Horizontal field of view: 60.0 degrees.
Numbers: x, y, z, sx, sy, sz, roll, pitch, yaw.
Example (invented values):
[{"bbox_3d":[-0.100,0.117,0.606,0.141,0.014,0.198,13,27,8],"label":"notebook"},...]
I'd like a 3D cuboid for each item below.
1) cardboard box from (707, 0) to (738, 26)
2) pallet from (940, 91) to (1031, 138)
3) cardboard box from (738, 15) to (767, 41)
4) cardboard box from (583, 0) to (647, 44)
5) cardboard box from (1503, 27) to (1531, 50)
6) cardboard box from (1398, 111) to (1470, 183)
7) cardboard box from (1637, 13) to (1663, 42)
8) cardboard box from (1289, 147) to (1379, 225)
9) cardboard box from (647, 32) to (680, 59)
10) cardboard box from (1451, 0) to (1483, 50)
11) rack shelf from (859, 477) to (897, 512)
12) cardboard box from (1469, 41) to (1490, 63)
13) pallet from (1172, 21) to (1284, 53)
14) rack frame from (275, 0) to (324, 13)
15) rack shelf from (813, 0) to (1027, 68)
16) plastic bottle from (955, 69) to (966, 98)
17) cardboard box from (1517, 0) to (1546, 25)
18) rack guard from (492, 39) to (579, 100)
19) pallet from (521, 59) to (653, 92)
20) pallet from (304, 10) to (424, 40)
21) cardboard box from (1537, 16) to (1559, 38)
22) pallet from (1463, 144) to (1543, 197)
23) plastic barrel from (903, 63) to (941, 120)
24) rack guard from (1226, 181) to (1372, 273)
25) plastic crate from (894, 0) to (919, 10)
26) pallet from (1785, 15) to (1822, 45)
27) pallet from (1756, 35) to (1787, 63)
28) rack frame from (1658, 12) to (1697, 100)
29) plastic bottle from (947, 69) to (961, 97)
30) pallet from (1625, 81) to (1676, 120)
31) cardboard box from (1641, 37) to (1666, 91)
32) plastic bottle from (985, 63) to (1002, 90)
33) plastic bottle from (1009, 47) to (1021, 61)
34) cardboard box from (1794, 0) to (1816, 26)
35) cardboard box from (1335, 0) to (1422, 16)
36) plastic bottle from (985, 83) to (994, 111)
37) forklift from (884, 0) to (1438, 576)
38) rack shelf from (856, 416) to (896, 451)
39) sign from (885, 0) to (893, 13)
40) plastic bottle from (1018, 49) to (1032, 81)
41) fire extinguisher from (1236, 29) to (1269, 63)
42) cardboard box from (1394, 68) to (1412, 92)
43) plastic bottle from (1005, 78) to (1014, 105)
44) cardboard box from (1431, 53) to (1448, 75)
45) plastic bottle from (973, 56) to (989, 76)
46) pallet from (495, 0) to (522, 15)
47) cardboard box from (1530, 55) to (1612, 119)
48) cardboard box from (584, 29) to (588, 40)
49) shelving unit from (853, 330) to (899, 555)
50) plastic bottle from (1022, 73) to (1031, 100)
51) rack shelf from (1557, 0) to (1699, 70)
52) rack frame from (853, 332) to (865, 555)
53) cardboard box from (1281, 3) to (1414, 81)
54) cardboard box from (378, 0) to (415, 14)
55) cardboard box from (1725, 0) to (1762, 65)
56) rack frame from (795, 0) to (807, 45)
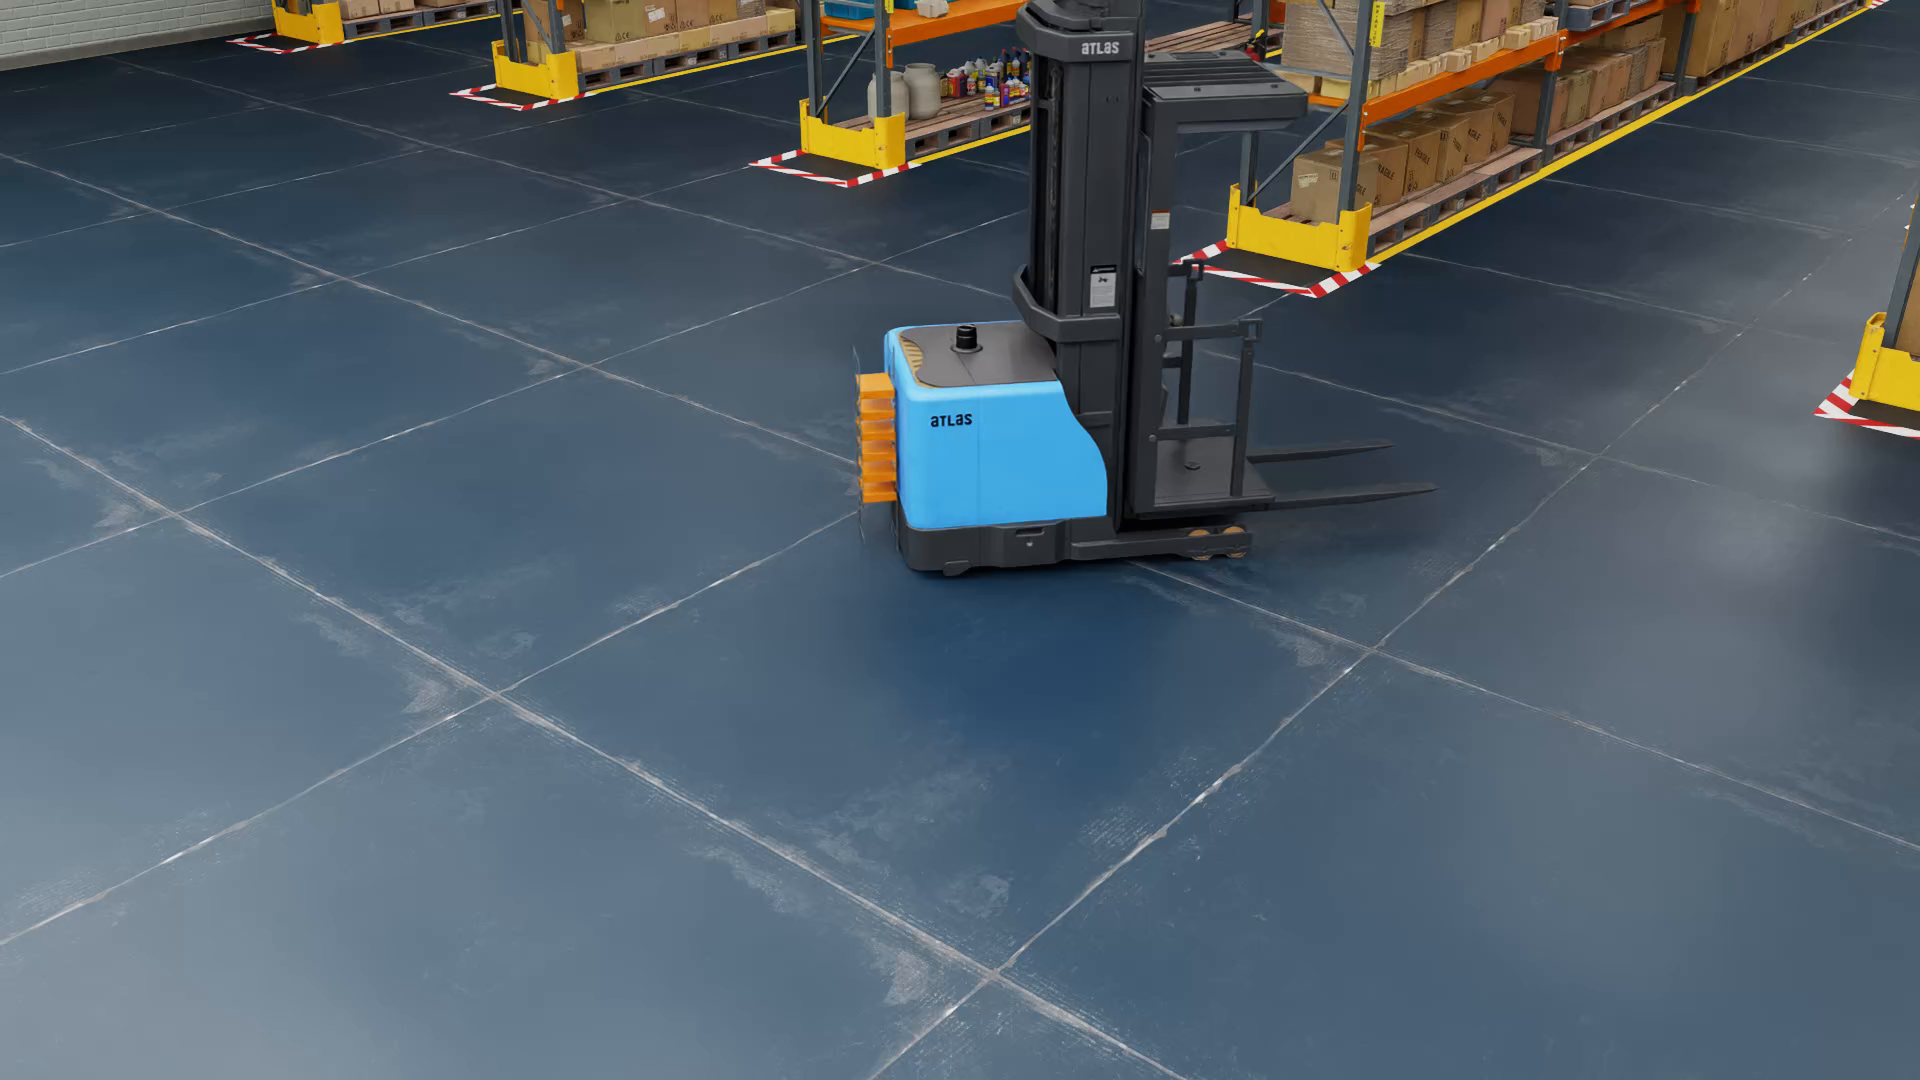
[{"bbox_3d":[-3.130,-6.715,20.685,0.500,0.500,0.500,21,34,34],"label":"cardboard box"},{"bbox_3d":[0.224,-4.649,18.008,1.003,0.211,1.213,21,34,34],"label":"pallet"},{"bbox_3d":[-2.813,-6.560,21.201,0.500,0.250,0.500,21,34,34],"label":"cardboard box"},{"bbox_3d":[-4.076,-6.180,19.652,0.500,0.500,0.500,21,34,34],"label":"cardboard box"},{"bbox_3d":[4.926,-4.549,15.052,0.380,0.149,0.250,21,34,34],"label":"cardboard box"},{"bbox_3d":[4.302,-3.598,15.205,0.500,0.500,0.500,17,32,30],"label":"cardboard box"},{"bbox_3d":[7.422,-5.691,18.411,0.500,0.250,0.500,22,35,36],"label":"cardboard box"},{"bbox_3d":[3.146,-2.975,14.000,0.500,0.500,0.500,-21,34,-35],"label":"cardboard box"},{"bbox_3d":[-3.759,-6.025,20.167,0.500,0.250,0.500,21,34,34],"label":"cardboard box"},{"bbox_3d":[4.011,-4.597,14.439,0.875,0.500,0.500,21,34,34],"label":"cardboard box"},{"bbox_3d":[-0.451,-0.260,9.066,0.180,0.103,0.258,-5,28,-9],"label":"rack shelf"},{"bbox_3d":[4.405,-4.299,14.570,0.380,0.149,0.250,21,34,34],"label":"cardboard box"},{"bbox_3d":[3.480,-6.465,21.517,1.003,0.211,1.213,21,34,34],"label":"pallet"},{"bbox_3d":[-8.730,-8.025,21.499,1.000,3.000,0.127,21,34,34],"label":"rack frame"},{"bbox_3d":[0.187,-5.520,17.438,1.077,0.370,4.000,21,34,34],"label":"rack shelf"},{"bbox_3d":[0.008,-4.949,18.029,0.061,0.283,0.133,21,34,34],"label":"plastic bottle"},{"bbox_3d":[4.947,-5.136,15.480,0.875,0.500,0.500,21,34,34],"label":"cardboard box"},{"bbox_3d":[-4.921,-5.460,19.261,1.175,0.500,0.348,21,34,34],"label":"rack guard"},{"bbox_3d":[-4.451,-5.624,19.891,1.003,0.211,1.213,21,34,34],"label":"pallet"},{"bbox_3d":[-8.138,-7.092,22.729,1.003,0.211,1.213,21,34,34],"label":"pallet"},{"bbox_3d":[5.371,-4.827,15.590,0.380,0.149,0.250,21,34,34],"label":"cardboard box"},{"bbox_3d":[4.881,-3.614,16.006,1.003,0.211,1.213,21,34,34],"label":"pallet"},{"bbox_3d":[-0.407,-4.645,17.215,0.421,0.512,0.421,0,27,0],"label":"plastic barrel"},{"bbox_3d":[2.785,-2.599,13.730,1.175,0.500,0.348,21,34,34],"label":"rack guard"},{"bbox_3d":[-0.581,-5.557,16.890,0.499,0.251,0.408,21,34,34],"label":"plastic crate"},{"bbox_3d":[10.913,-6.945,22.446,1.003,0.211,1.213,21,34,34],"label":"pallet"},{"bbox_3d":[9.936,-6.403,21.397,1.003,0.211,1.213,21,34,34],"label":"pallet"},{"bbox_3d":[7.825,-6.519,18.587,1.000,3.000,0.127,21,34,34],"label":"rack frame"},{"bbox_3d":[-0.074,-4.976,18.090,0.152,0.276,0.135,21,34,35],"label":"plastic bottle"},{"bbox_3d":[7.327,-5.004,18.693,1.003,0.211,1.213,21,34,34],"label":"pallet"},{"bbox_3d":[7.414,-5.361,18.589,0.700,0.500,0.500,19,33,32],"label":"cardboard box"},{"bbox_3d":[0.365,-5.117,18.362,0.152,0.276,0.135,21,34,34],"label":"plastic bottle"},{"bbox_3d":[0.625,-5.402,18.832,0.144,0.351,0.185,22,34,36],"label":"plastic bottle"},{"bbox_3d":[10.851,-7.391,22.127,0.875,0.875,0.875,21,34,34],"label":"cardboard box"},{"bbox_3d":[3.296,-4.418,13.006,0.500,0.500,0.500,21,34,34],"label":"cardboard box"},{"bbox_3d":[0.308,-4.665,17.494,0.097,0.271,0.097,0,27,0],"label":"plastic bottle"},{"bbox_3d":[1.134,-1.423,8.812,3.031,2.935,1.130,-5,28,-9],"label":"forklift"},{"bbox_3d":[-0.451,-0.580,8.901,0.180,0.103,0.258,-5,28,-9],"label":"rack shelf"},{"bbox_3d":[-0.664,-5.091,15.525,0.100,0.325,0.005,21,34,34],"label":"sign"},{"bbox_3d":[0.736,-5.360,18.751,0.144,0.351,0.185,21,34,34],"label":"plastic bottle"},{"bbox_3d":[2.308,-3.742,13.303,0.296,0.674,0.183,21,34,34],"label":"fire extinguisher"},{"bbox_3d":[3.446,-3.770,13.546,0.380,0.149,0.250,21,34,34],"label":"cardboard box"},{"bbox_3d":[0.526,-4.787,17.729,0.097,0.271,0.097,0,27,0],"label":"plastic bottle"},{"bbox_3d":[3.891,-4.047,14.083,0.380,0.149,0.250,21,34,34],"label":"cardboard box"},{"bbox_3d":[0.235,-5.185,18.411,0.144,0.351,0.185,20,34,34],"label":"plastic bottle"},{"bbox_3d":[-6.586,-7.957,24.401,1.003,0.211,1.213,21,34,34],"label":"pallet"},{"bbox_3d":[6.361,-4.759,17.427,0.700,0.500,0.500,18,32,30],"label":"cardboard box"},{"bbox_3d":[-4.484,-6.002,20.122,0.500,0.250,0.500,21,34,34],"label":"cardboard box"},{"bbox_3d":[-0.451,-0.513,8.936,0.189,1.200,0.258,-5,28,-9],"label":"shelving unit"},{"bbox_3d":[0.719,-4.894,17.937,0.097,0.271,0.097,0,27,0],"label":"plastic bottle"},{"bbox_3d":[6.553,-5.490,17.381,1.077,0.370,4.000,21,34,34],"label":"rack shelf"},{"bbox_3d":[-0.541,-0.506,8.922,0.006,1.200,0.240,-5,28,-9],"label":"rack frame"},{"bbox_3d":[3.107,-4.046,13.374,0.875,0.500,0.500,21,34,34],"label":"cardboard box"},{"bbox_3d":[-7.858,-7.448,22.830,0.500,0.311,0.500,24,36,38],"label":"cardboard box"},{"bbox_3d":[8.853,-6.314,20.046,1.225,0.875,0.875,21,34,35],"label":"cardboard box"},{"bbox_3d":[-2.361,-7.997,21.444,1.000,3.000,0.127,21,34,34],"label":"rack frame"}]
